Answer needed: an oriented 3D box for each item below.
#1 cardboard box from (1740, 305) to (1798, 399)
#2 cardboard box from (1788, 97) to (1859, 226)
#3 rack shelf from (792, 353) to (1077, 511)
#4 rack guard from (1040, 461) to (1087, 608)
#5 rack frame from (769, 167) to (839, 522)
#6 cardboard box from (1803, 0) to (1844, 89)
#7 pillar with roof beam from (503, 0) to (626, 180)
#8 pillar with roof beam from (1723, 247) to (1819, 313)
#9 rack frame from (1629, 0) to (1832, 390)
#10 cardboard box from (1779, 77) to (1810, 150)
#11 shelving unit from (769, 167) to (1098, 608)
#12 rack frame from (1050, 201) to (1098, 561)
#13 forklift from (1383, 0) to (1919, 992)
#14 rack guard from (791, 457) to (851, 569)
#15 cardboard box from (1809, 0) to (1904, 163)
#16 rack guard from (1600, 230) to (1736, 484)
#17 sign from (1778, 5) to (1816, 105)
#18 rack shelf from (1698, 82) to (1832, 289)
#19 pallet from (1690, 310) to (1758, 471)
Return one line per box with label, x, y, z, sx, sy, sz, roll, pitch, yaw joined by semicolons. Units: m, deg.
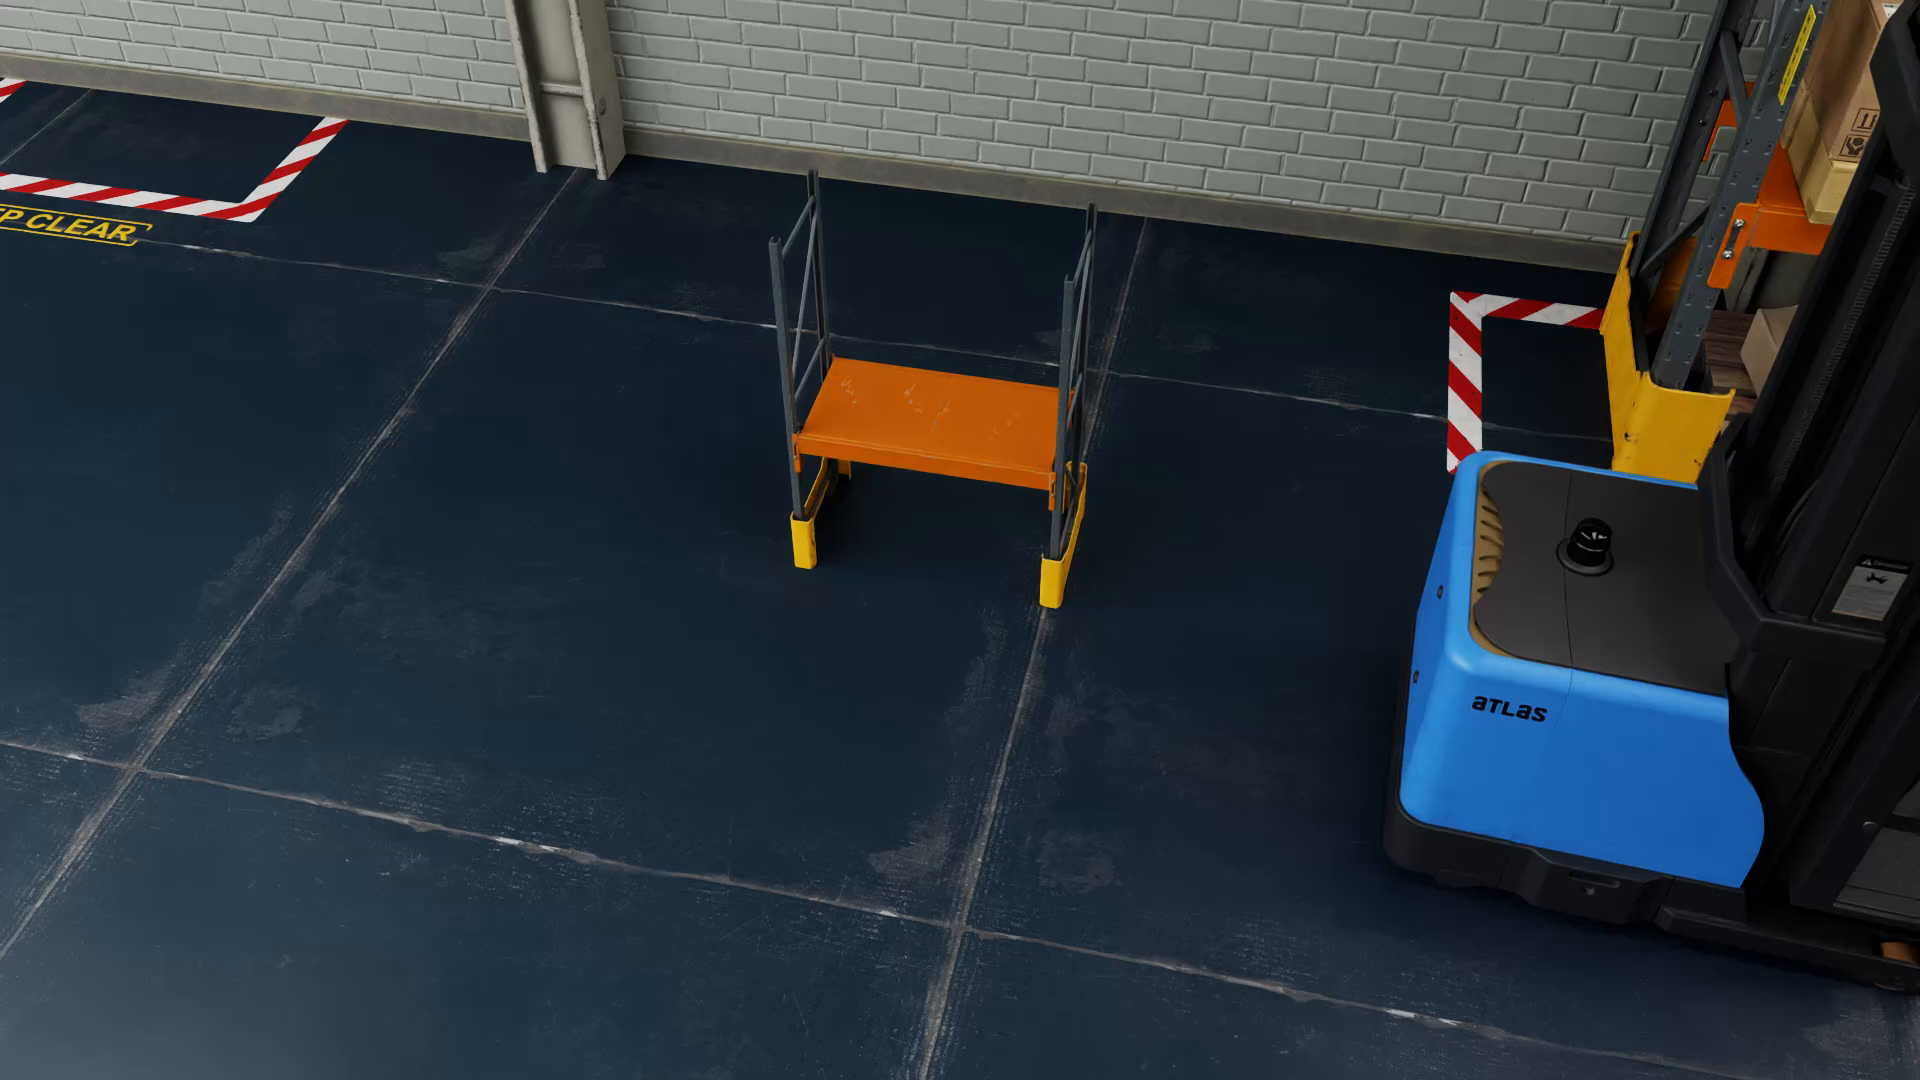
cardboard box;3.632;-0.736;6.973;0.500;0.311;0.500;4;44;4
cardboard box;3.383;-1.376;6.110;0.500;0.250;0.500;8;44;8
rack shelf;-0.083;-0.424;6.368;1.000;0.185;0.538;9;45;9
rack guard;0.412;-0.026;6.597;0.087;0.250;0.587;9;45;9
rack frame;-0.579;-0.630;6.323;0.032;1.500;0.500;9;45;9
cardboard box;3.483;-2.007;6.225;0.500;0.500;0.500;8;45;9
pillar with roof beam;-2.947;-2.347;2.700;0.400;9.000;9.100;9;45;9
pillar with roof beam;2.908;-1.439;1.756;0.400;9.000;9.100;9;45;9
rack frame;2.976;-1.711;6.365;0.127;3.000;1.000;9;45;9
cardboard box;3.475;-1.725;6.473;0.500;0.250;0.500;9;45;10
shelving unit;-0.074;-0.552;6.242;1.083;1.500;0.587;9;45;9
rack frame;0.413;-0.476;6.163;0.032;1.500;0.500;9;45;9
forklift;2.995;-0.007;4.644;3.031;2.935;1.130;11;45;11
rack guard;-0.560;-0.177;6.754;0.087;0.250;0.587;9;45;9
cardboard box;3.377;-1.659;5.864;0.500;0.500;0.500;9;45;9
rack guard;3.050;-0.799;7.220;0.348;0.500;1.175;9;45;9
sign;2.858;-1.656;5.683;0.005;0.325;0.100;9;45;9
rack shelf;4.928;-1.149;6.300;4.000;0.370;1.077;9;45;9
pallet;3.836;-0.548;7.168;1.213;0.211;1.003;9;45;9
